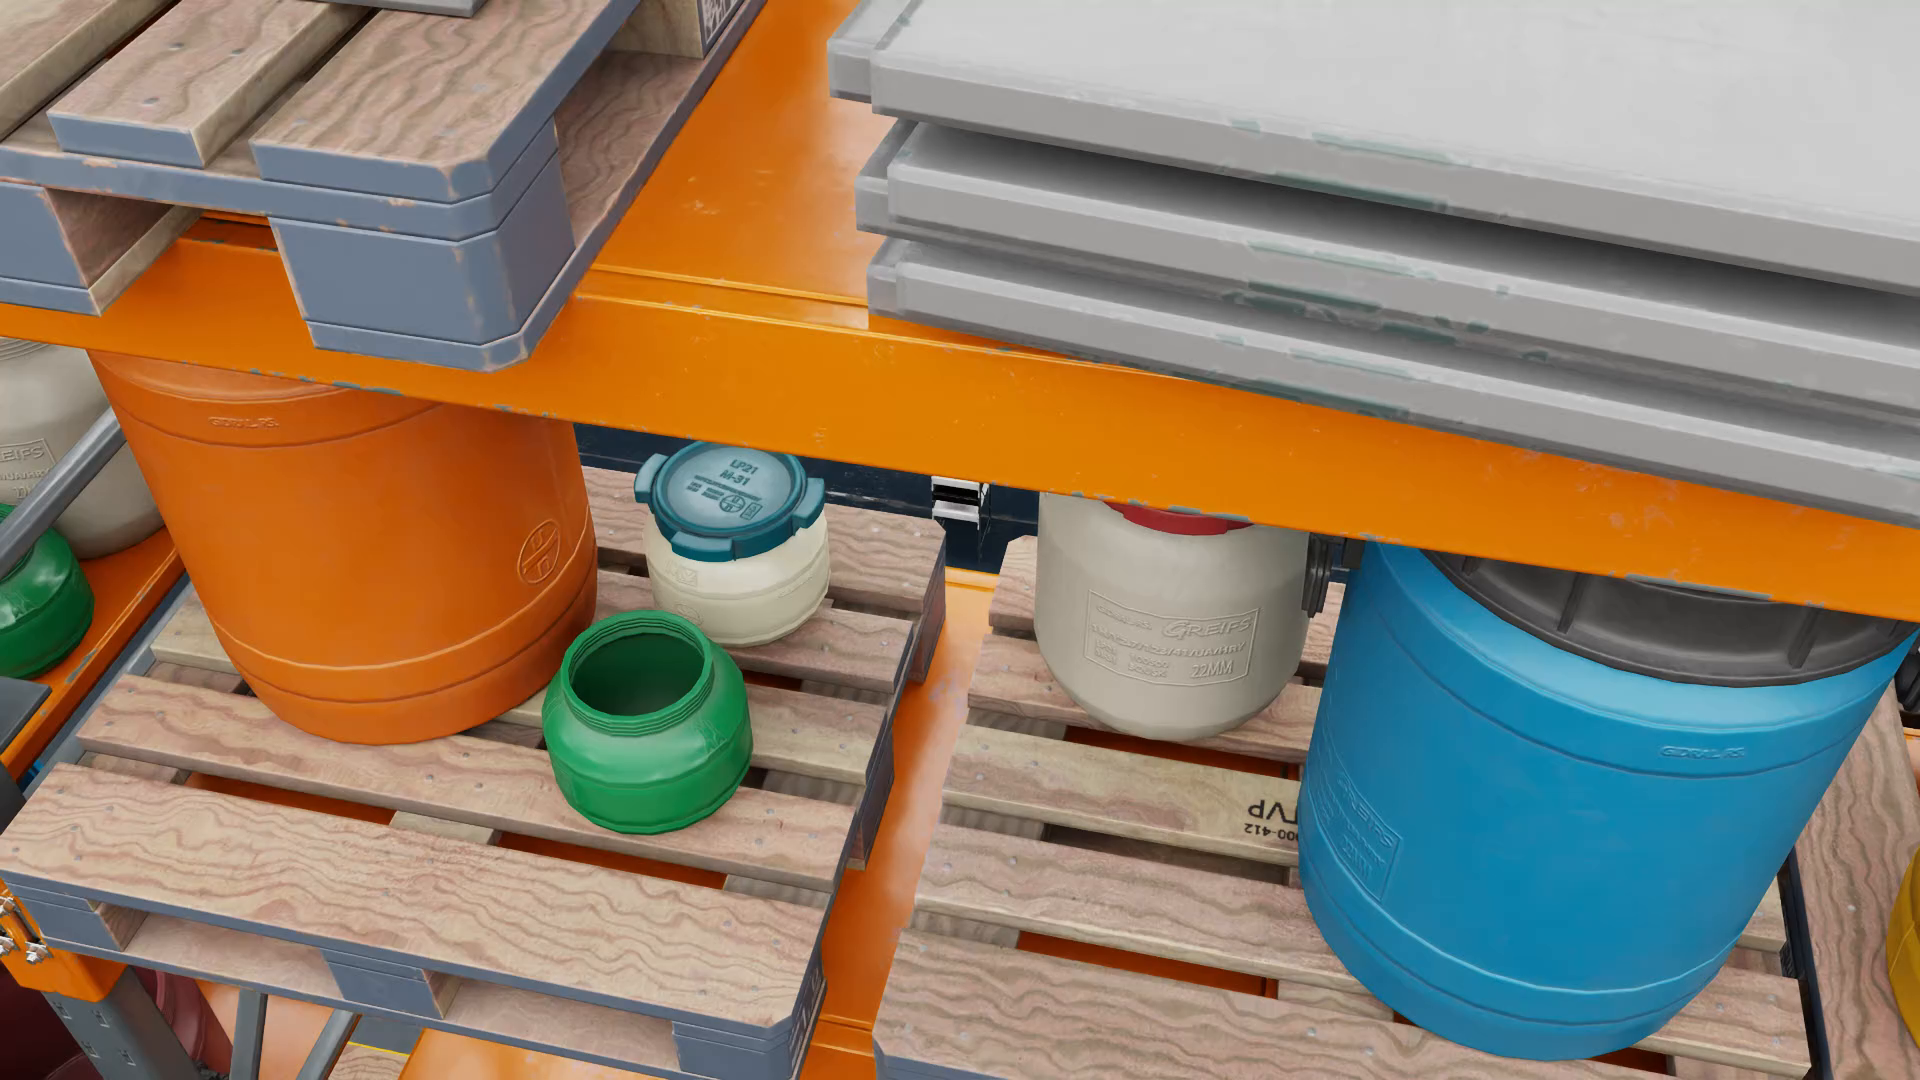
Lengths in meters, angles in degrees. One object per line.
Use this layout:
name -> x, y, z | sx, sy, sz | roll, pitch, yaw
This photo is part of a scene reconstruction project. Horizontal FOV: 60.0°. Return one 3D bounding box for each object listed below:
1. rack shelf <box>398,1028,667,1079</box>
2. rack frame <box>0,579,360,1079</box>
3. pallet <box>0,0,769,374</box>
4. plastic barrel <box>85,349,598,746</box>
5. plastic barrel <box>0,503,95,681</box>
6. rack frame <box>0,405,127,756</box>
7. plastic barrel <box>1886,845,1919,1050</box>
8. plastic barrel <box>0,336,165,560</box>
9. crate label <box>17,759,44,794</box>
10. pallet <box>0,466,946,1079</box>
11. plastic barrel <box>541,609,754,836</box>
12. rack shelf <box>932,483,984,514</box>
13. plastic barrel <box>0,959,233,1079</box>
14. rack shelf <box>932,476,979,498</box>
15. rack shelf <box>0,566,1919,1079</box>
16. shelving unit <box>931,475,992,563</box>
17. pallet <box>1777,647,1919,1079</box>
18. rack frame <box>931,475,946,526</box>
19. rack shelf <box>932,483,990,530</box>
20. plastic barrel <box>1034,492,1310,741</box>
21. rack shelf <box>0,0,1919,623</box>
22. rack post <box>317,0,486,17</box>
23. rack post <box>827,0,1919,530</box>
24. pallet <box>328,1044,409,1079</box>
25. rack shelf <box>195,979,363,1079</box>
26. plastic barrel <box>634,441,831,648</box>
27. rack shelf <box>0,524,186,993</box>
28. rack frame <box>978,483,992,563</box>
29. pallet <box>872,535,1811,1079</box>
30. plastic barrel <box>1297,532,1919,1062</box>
rack shelf -> 0.514, 1.684, 3.816 | 4.000, 0.370, 1.077 | 9, 45, 9
rack frame -> -1.438, 1.122, 3.881 | 0.127, 3.000, 1.000 | 9, 45, 9
pallet -> -0.741, -0.697, 1.870 | 1.003, 0.211, 1.213 | 9, 45, 9
plastic barrel -> -0.885, -0.177, 2.455 | 0.708, 0.830, 0.600 | 9, 45, 9
plastic barrel -> -1.690, 0.095, 2.898 | 0.294, 0.245, 0.294 | 0, 44, 0
rack frame -> -1.438, -1.039, 1.801 | 0.127, 3.000, 1.000 | 9, 45, 9
plastic barrel -> 1.530, 0.427, 2.002 | 0.600, 0.588, 0.600 | 0, 44, 0
plastic barrel -> -1.674, -0.253, 3.066 | 0.421, 0.512, 0.421 | 0, 44, 0
crate label -> -2.349, 0.776, 4.215 | 0.616, 0.435, 0.502 | 9, 45, 9
pallet -> -0.713, 0.292, 2.717 | 1.213, 0.211, 1.003 | 9, 45, 9
plastic barrel -> -0.454, 0.262, 2.421 | 0.294, 0.245, 0.294 | 0, 44, 0
rack shelf -> 0.008, -0.234, 6.982 | 0.200, 0.077, 0.258 | 9, 45, 9
plastic barrel -> -1.957, 1.208, 3.694 | 0.708, 0.536, 0.600 | 9, 45, 9
rack shelf -> 0.008, -0.299, 6.920 | 0.200, 0.077, 0.258 | 9, 45, 9
rack shelf -> 0.514, 0.604, 2.776 | 4.000, 0.370, 1.077 | 9, 45, 9
shelving unit -> 0.008, -0.323, 6.897 | 0.210, 0.900, 0.258 | 9, 45, 9
pallet -> 1.679, 0.663, 2.332 | 1.003, 0.211, 1.213 | 9, 45, 9
rack frame -> -0.091, -0.338, 6.913 | 0.006, 0.900, 0.240 | 9, 45, 9
rack shelf -> 0.008, -0.169, 7.045 | 0.200, 0.077, 0.258 | 9, 45, 9
plastic barrel -> 0.325, 0.008, 2.475 | 0.433, 0.535, 0.433 | 0, 44, 0
rack shelf -> 0.514, -0.333, 1.874 | 4.000, 0.370, 1.077 | 9, 45, 9
rack post -> -0.722, -0.930, 1.742 | 0.937, 0.300, 0.954 | 9, 45, 9
rack post -> 0.462, -0.474, 1.574 | 0.954, 0.300, 0.937 | 13, 45, 13
pallet -> -2.186, 1.983, 4.997 | 1.213, 0.211, 1.003 | 9, 45, 9
rack shelf -> -3.390, 1.079, 4.445 | 4.000, 0.370, 1.077 | 9, 45, 9
plastic barrel -> -0.360, 0.003, 2.678 | 0.301, 0.262, 0.301 | 0, 44, 0
rack shelf -> -3.390, -0.002, 3.405 | 4.000, 0.370, 1.077 | 9, 45, 9
rack frame -> 0.107, -0.308, 6.881 | 0.006, 0.900, 0.240 | 9, 45, 9
pallet -> 0.572, 0.493, 2.508 | 1.213, 0.211, 1.003 | 9, 45, 9
plastic barrel -> 0.766, 0.160, 2.053 | 0.708, 0.901, 0.600 | 9, 45, 9
